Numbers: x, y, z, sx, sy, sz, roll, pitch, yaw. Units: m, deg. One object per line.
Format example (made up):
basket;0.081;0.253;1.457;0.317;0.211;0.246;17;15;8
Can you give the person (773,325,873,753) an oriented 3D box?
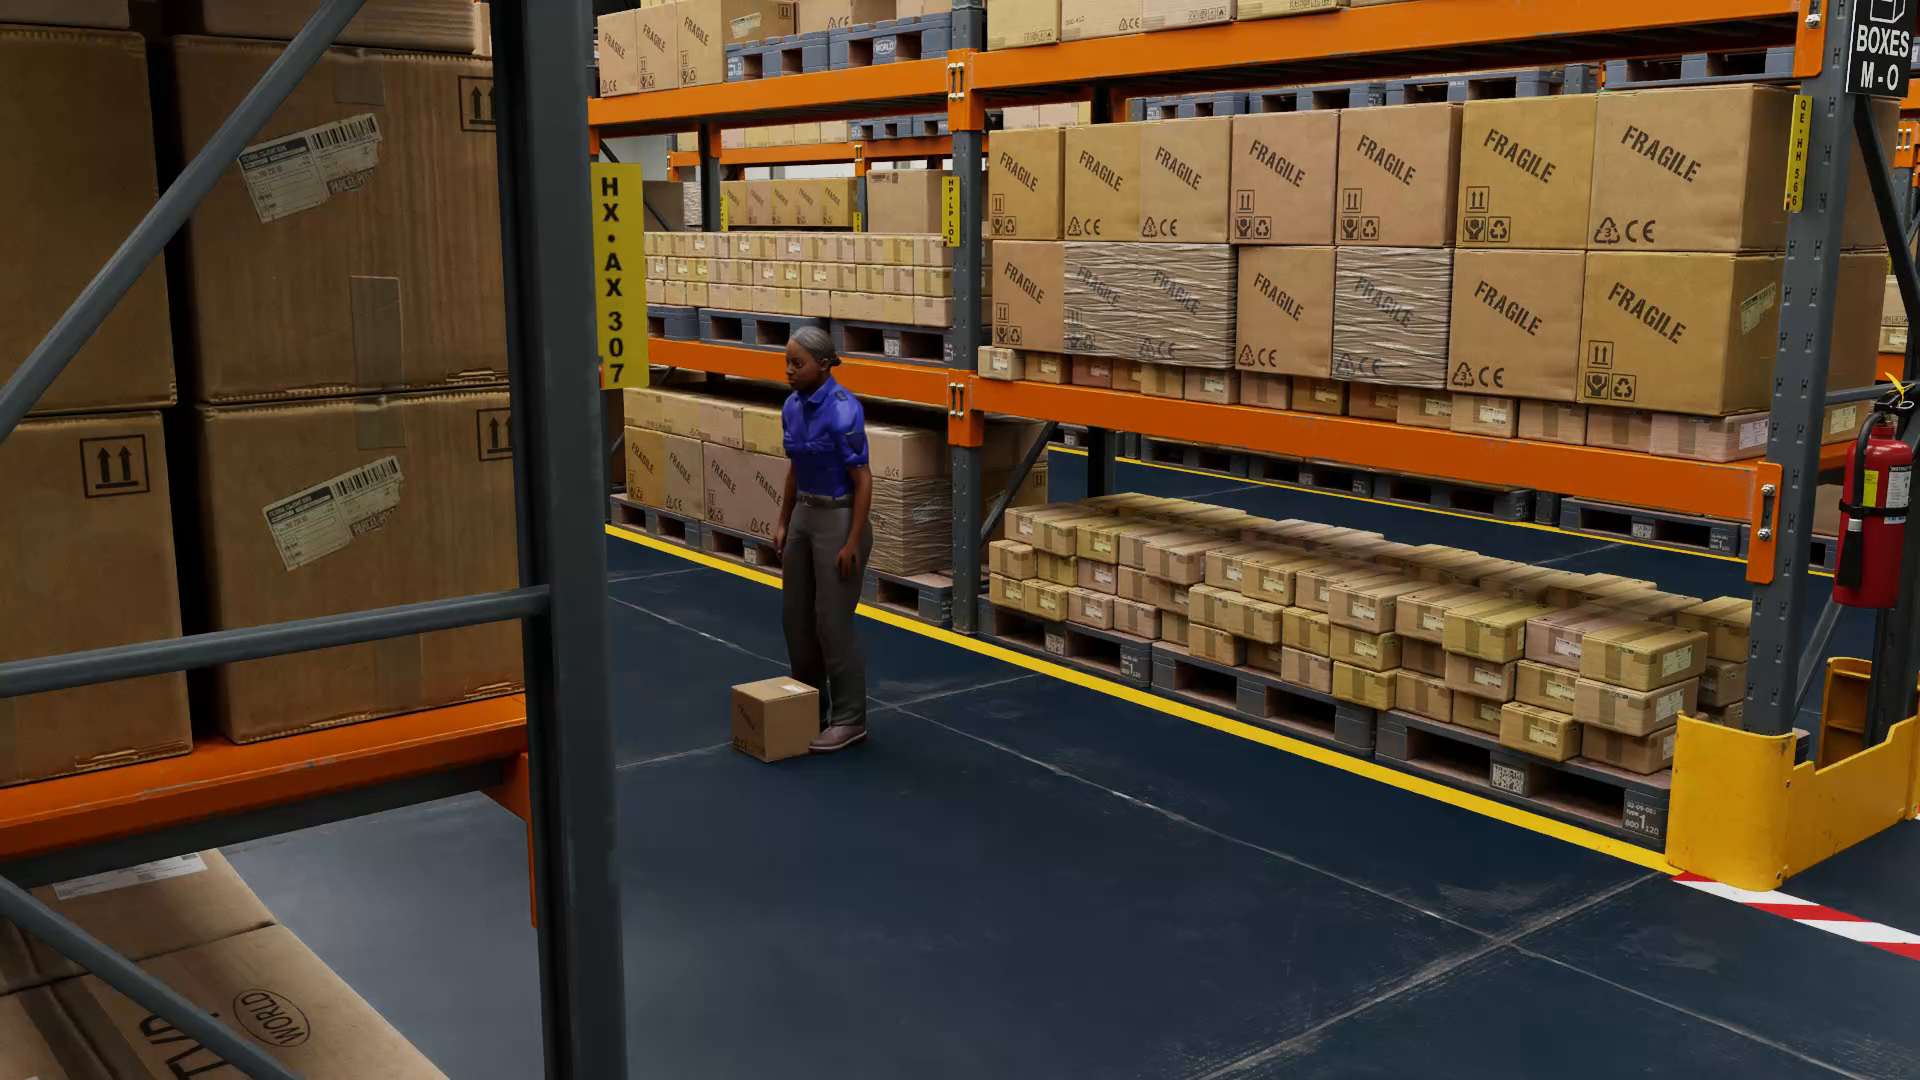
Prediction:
person;-0.547;-0.017;6.534;0.346;1.656;0.529;-9;15;-40
